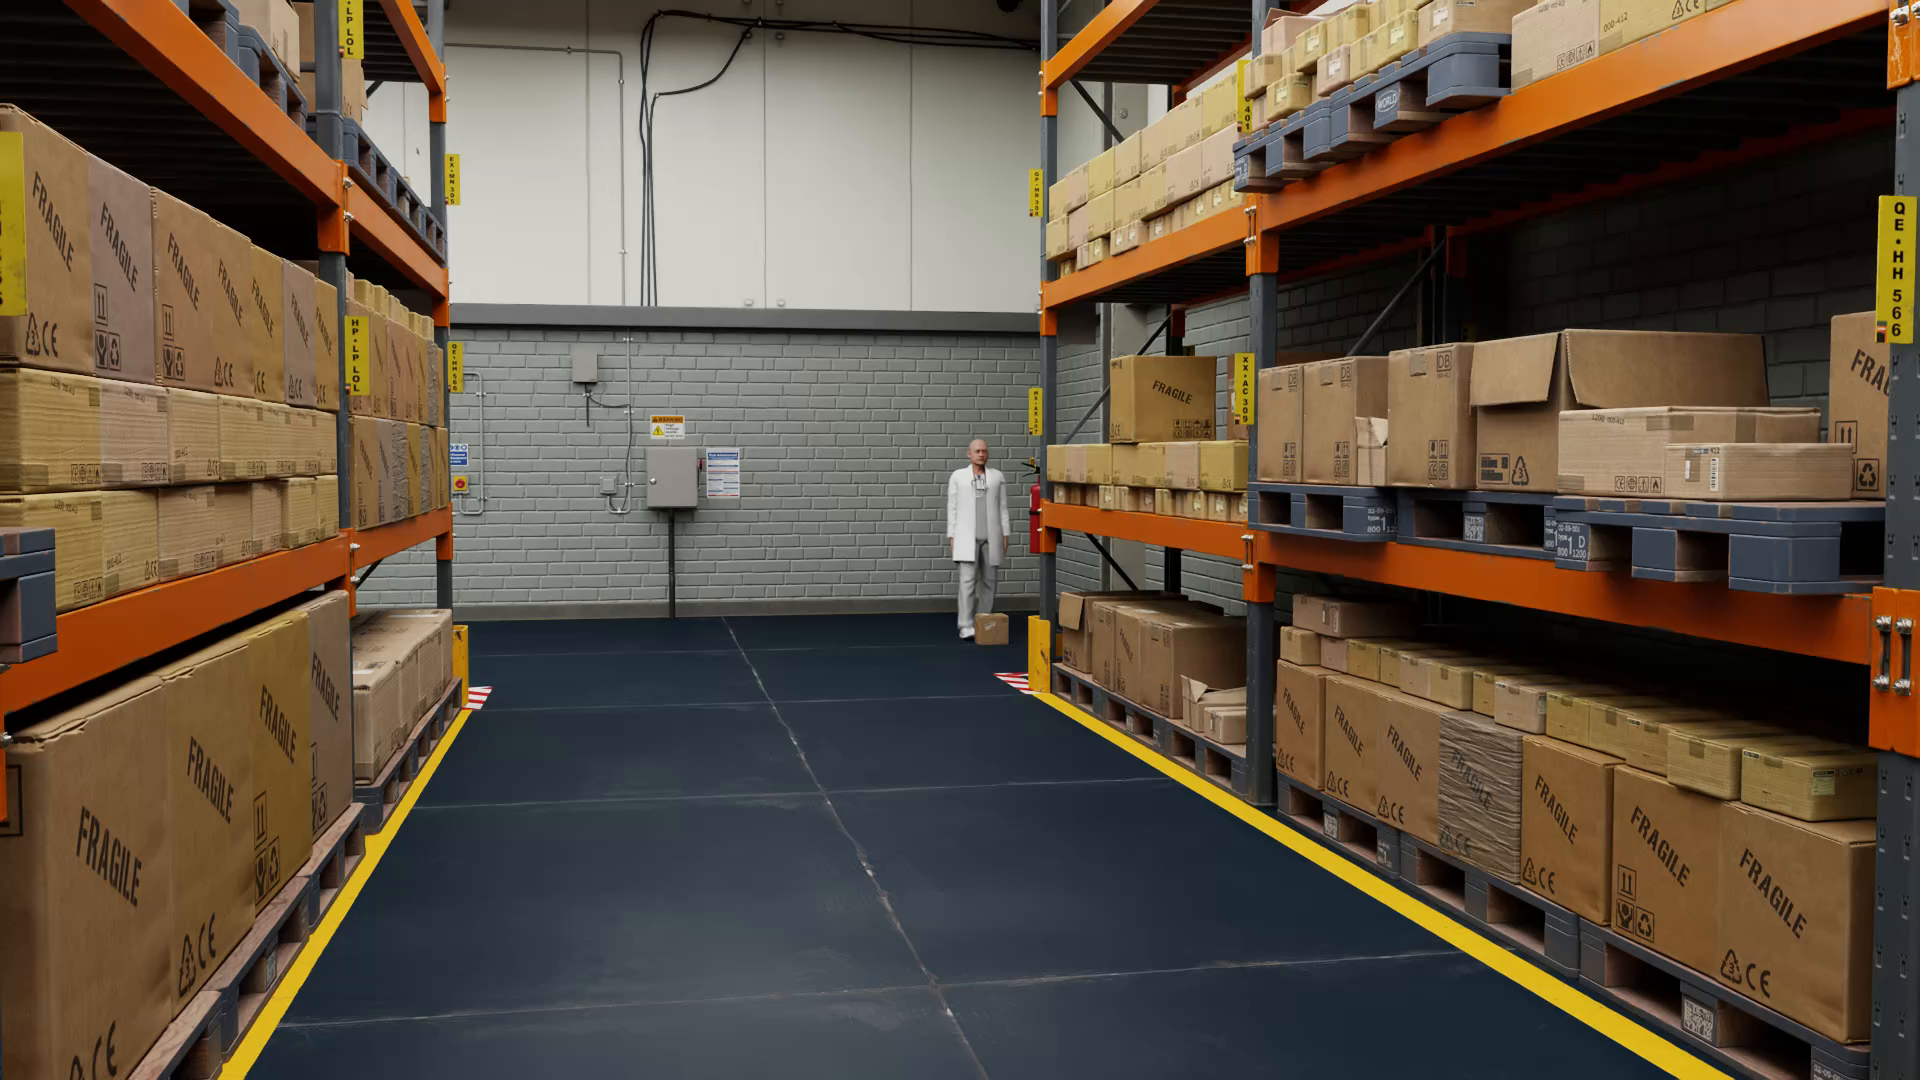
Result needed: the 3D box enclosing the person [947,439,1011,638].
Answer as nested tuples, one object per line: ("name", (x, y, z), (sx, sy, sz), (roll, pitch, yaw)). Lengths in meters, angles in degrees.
("person", (0.182, -0.007, 14.864), (0.587, 1.788, 0.596), (-1, 3, -11))
